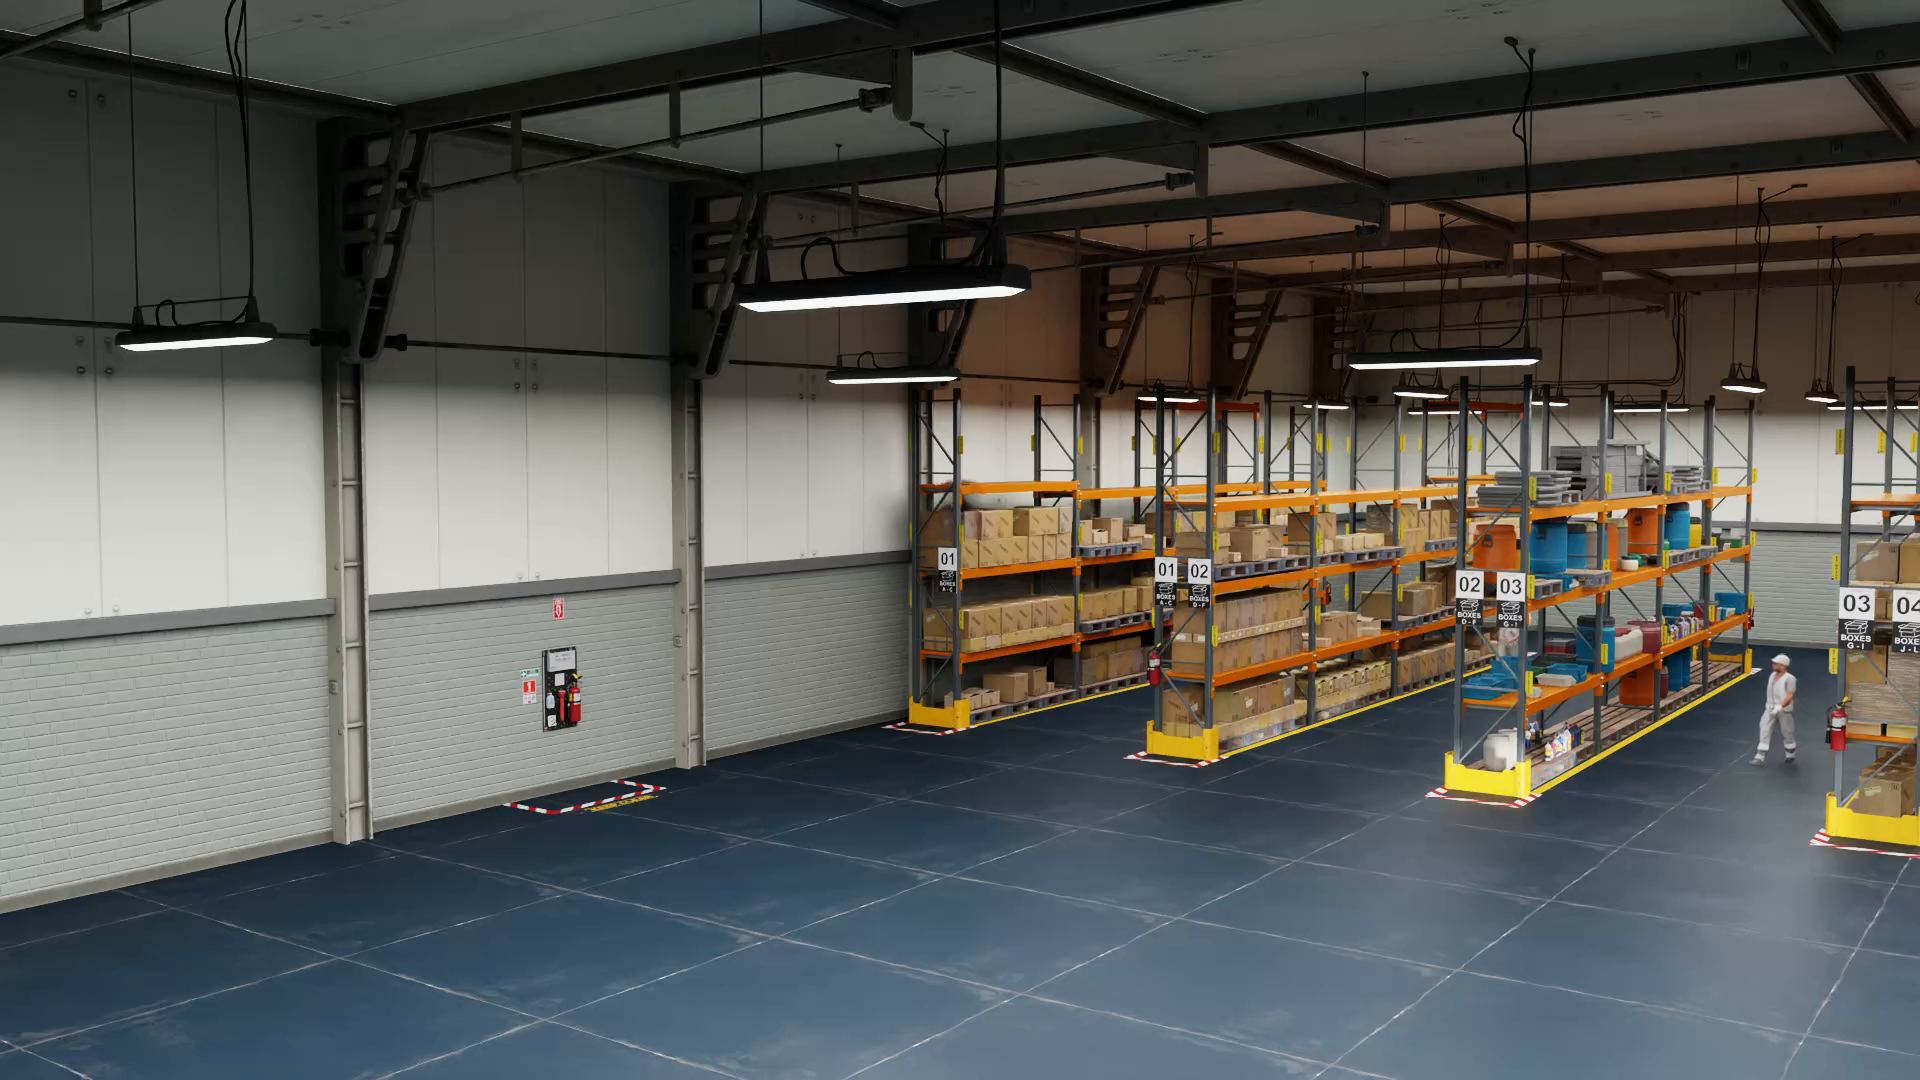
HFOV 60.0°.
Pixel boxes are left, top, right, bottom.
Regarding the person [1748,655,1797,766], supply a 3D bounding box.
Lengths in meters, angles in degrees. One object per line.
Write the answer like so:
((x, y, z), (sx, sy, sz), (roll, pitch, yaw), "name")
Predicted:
((12.657, 2.636, 25.715), (1.075, 1.723, 0.498), (-3, 4, -40), "person")

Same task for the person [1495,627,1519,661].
((11.415, 2.182, 34.589), (0.581, 1.767, 0.986), (2, 4, 37), "person")
